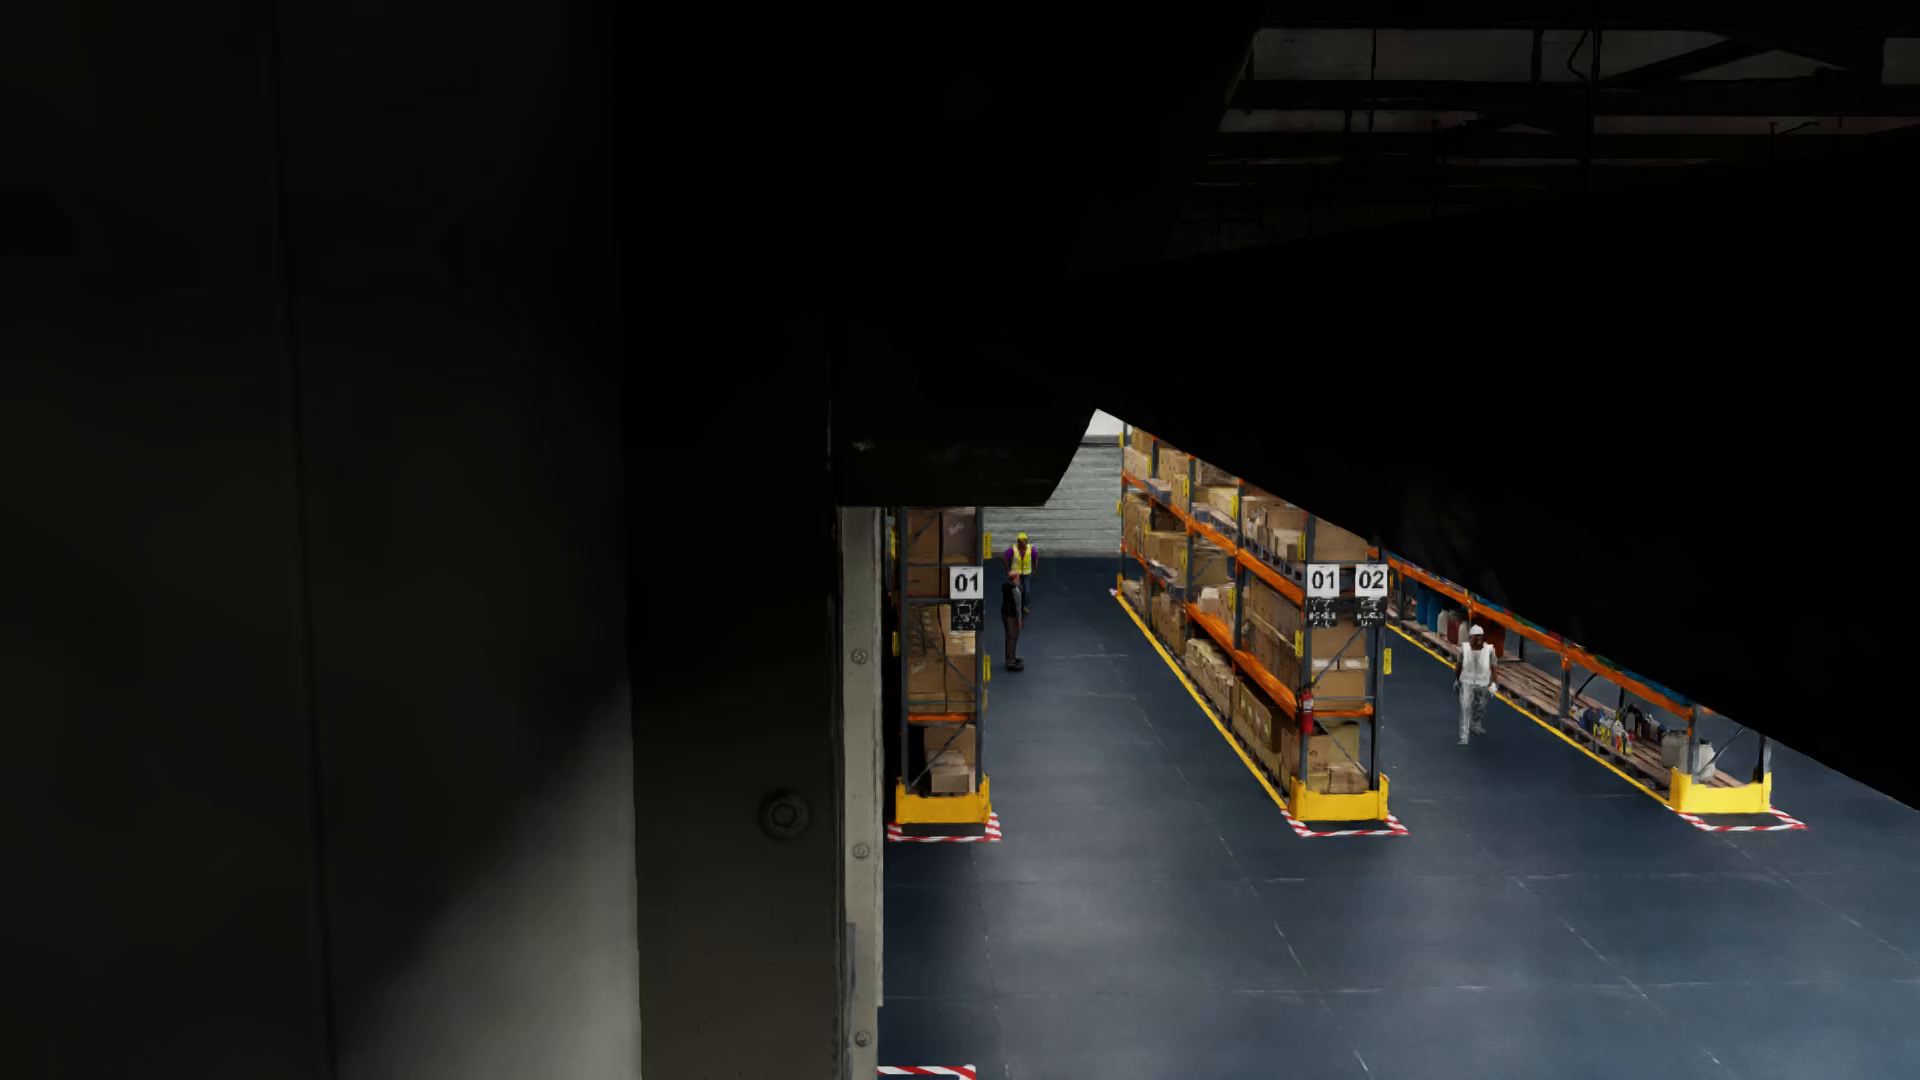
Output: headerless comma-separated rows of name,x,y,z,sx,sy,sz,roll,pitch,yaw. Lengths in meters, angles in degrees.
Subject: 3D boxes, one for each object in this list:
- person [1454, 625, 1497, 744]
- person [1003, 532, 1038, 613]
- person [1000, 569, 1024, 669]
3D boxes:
person,7.512,2.077,24.230,0.591,1.746,0.951,2,8,13
person,1.256,0.681,34.273,0.719,1.714,0.578,-1,8,-5
person,0.961,1.357,29.247,0.466,1.726,0.595,-4,9,-24
